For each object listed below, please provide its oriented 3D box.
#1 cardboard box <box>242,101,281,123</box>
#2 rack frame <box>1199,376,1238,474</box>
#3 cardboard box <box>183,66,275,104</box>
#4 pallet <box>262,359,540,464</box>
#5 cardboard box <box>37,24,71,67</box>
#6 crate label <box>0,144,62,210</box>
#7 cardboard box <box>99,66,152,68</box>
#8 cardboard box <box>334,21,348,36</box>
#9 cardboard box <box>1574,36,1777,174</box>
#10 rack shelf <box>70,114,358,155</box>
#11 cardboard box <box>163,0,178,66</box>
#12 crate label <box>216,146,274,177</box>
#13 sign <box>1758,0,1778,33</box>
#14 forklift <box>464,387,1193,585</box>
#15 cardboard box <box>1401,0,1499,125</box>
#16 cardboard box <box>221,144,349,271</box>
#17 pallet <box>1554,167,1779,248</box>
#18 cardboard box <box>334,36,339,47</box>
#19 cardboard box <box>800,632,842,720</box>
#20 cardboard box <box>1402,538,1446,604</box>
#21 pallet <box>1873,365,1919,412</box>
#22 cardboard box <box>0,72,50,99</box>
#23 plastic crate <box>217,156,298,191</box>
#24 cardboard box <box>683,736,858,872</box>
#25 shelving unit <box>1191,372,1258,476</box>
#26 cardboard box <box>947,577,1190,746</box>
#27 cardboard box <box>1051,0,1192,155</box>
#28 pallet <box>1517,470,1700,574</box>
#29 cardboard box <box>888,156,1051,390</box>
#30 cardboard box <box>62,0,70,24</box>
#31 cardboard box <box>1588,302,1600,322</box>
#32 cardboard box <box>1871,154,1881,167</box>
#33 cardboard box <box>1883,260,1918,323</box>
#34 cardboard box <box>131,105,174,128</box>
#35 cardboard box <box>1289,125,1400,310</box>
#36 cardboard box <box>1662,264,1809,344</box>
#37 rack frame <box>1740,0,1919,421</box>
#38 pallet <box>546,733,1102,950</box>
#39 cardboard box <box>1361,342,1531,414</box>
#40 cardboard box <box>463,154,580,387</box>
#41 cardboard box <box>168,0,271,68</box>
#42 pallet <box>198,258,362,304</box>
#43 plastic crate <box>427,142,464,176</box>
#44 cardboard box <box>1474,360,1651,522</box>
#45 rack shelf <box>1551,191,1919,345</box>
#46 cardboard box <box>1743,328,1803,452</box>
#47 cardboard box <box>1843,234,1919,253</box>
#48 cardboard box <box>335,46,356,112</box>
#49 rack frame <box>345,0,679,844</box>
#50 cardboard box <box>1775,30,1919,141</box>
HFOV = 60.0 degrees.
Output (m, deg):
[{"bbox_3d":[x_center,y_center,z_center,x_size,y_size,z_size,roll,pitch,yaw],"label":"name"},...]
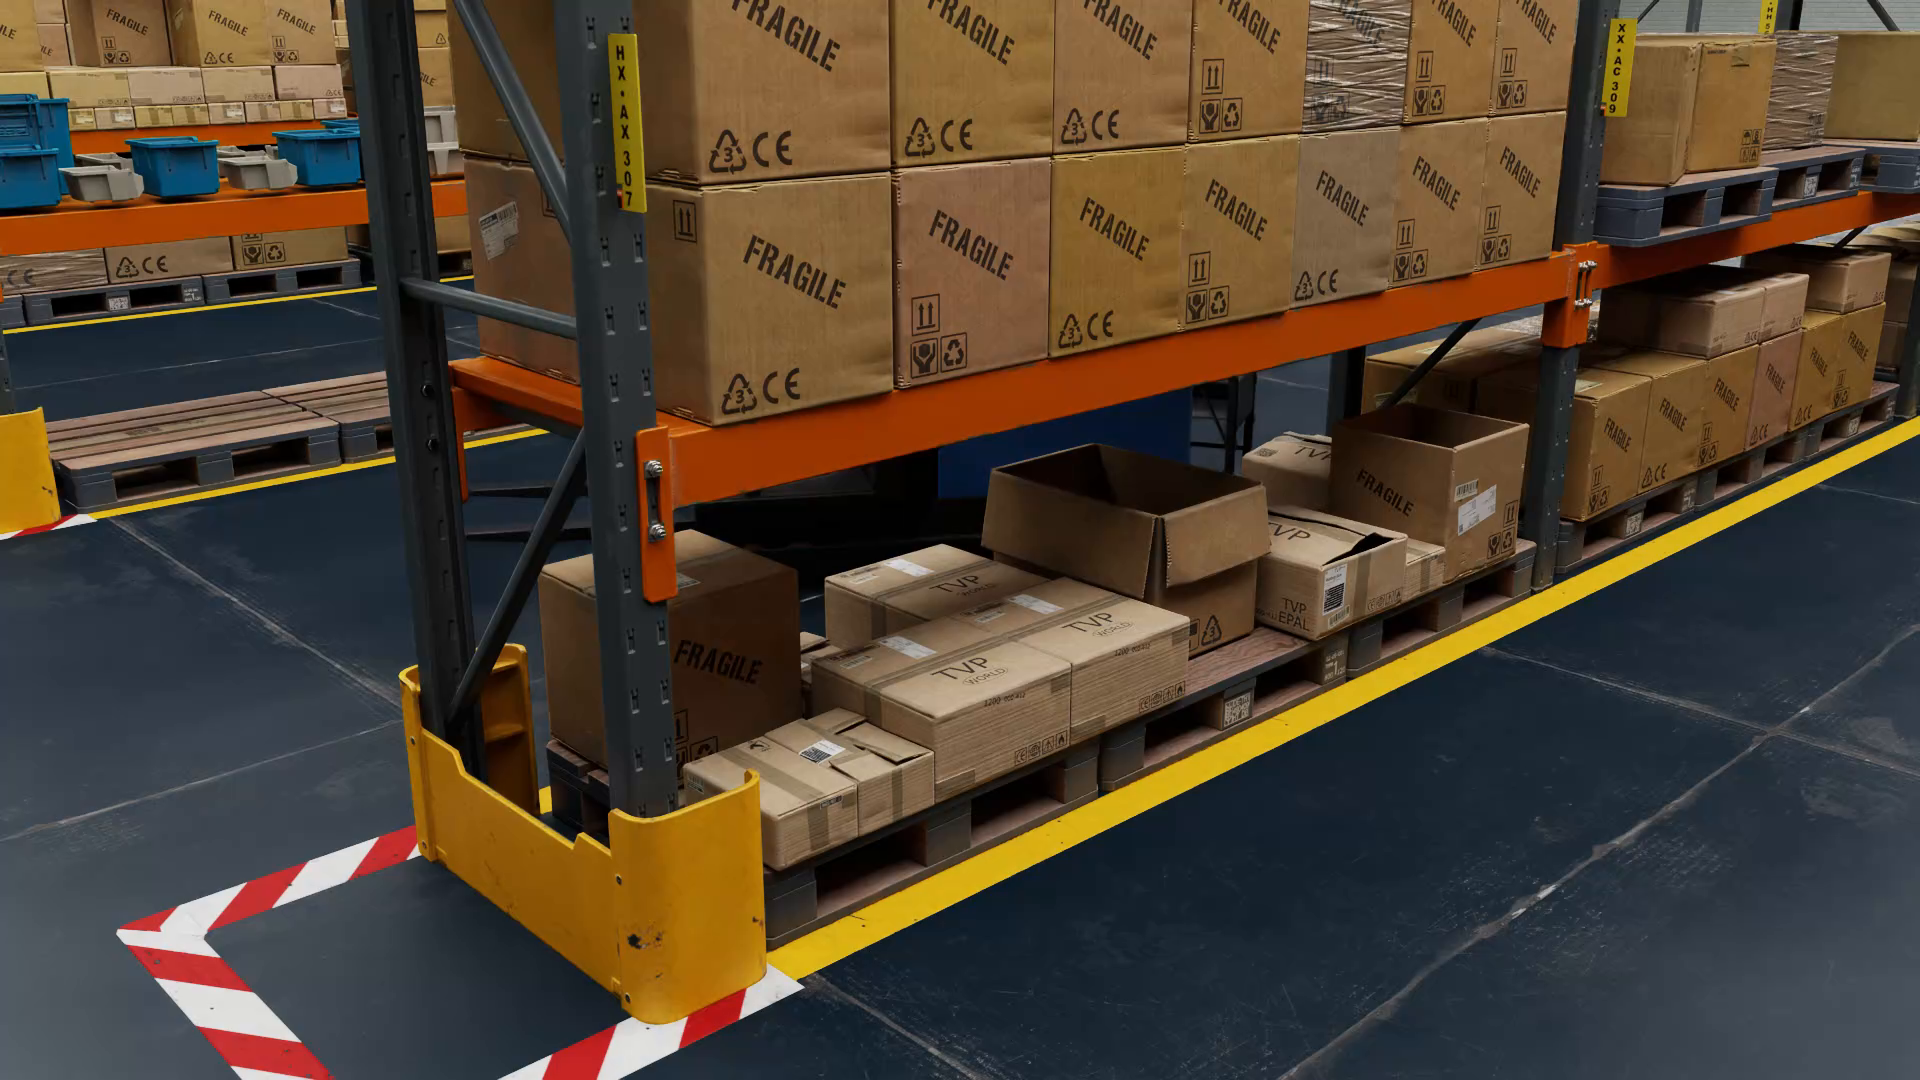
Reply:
[{"bbox_3d":[-5.271,-3.199,12.396,0.250,0.149,0.380,-17,24,-42],"label":"cardboard box"},{"bbox_3d":[1.023,-1.169,7.186,0.400,2.100,0.015,6,19,18],"label":"rack frame"},{"bbox_3d":[-5.416,-3.373,12.287,0.500,0.250,0.500,-15,23,-39],"label":"cardboard box"},{"bbox_3d":[-2.893,-0.705,8.817,1.213,0.211,1.003,-16,24,-41],"label":"pallet"},{"bbox_3d":[-8.771,-4.612,15.702,0.500,0.500,0.500,-17,25,-42],"label":"cardboard box"},{"bbox_3d":[-3.999,-1.536,7.032,0.303,0.233,0.416,-16,24,-41],"label":"crate label"},{"bbox_3d":[-6.160,-3.380,12.306,0.500,0.250,0.500,-16,24,-39],"label":"cardboard box"},{"bbox_3d":[-6.501,-5.375,17.460,0.250,0.149,0.380,-15,23,-39],"label":"cardboard box"},{"bbox_3d":[2.856,-1.803,6.838,0.500,0.500,0.700,-12,21,-32],"label":"cardboard box"},{"bbox_3d":[-6.355,-2.800,11.923,4.000,0.370,1.077,-16,24,-41],"label":"rack shelf"},{"bbox_3d":[-5.788,-3.846,12.528,0.500,0.500,0.500,-16,24,-41],"label":"cardboard box"},{"bbox_3d":[-3.531,-1.847,8.149,0.243,0.136,0.396,-16,24,-41],"label":"crate label"},{"bbox_3d":[4.425,-2.867,9.087,0.005,0.325,0.100,-16,24,-41],"label":"sign"},{"bbox_3d":[-0.628,-1.385,6.506,3.031,2.935,1.130,-4,18,-11],"label":"forklift"},{"bbox_3d":[1.342,-1.594,5.254,0.500,0.500,0.500,-17,24,-42],"label":"cardboard box"},{"bbox_3d":[-5.436,-2.633,13.006,0.875,0.875,0.875,-16,24,-41],"label":"cardboard box"},{"bbox_3d":[2.558,-1.399,6.746,1.213,0.211,1.003,-16,24,-41],"label":"pallet"},{"bbox_3d":[-6.684,-5.180,17.342,0.250,0.149,0.380,-17,24,-42],"label":"cardboard box"},{"bbox_3d":[-0.423,0.405,4.753,0.250,0.166,0.380,-16,24,-41],"label":"cardboard box"},{"bbox_3d":[1.452,0.079,5.786,0.250,0.149,0.380,-16,24,-41],"label":"cardboard box"},{"bbox_3d":[5.433,-1.032,9.825,1.213,0.211,1.003,-16,24,-41],"label":"pallet"},{"bbox_3d":[-6.533,-3.047,11.280,0.500,0.250,0.500,17,25,42],"label":"cardboard box"},{"bbox_3d":[-3.217,-1.683,7.643,0.298,0.136,0.250,-16,24,-41],"label":"plastic crate"},{"bbox_3d":[-0.464,0.638,4.063,0.250,0.149,0.380,-16,24,-41],"label":"cardboard box"},{"bbox_3d":[1.102,-1.240,7.405,0.431,2.100,0.503,6,19,18],"label":"shelving unit"},{"bbox_3d":[0.312,0.338,4.824,0.500,0.250,0.500,-16,24,-41],"label":"cardboard box"},{"bbox_3d":[0.241,-1.273,4.264,0.500,0.500,0.500,-16,24,-40],"label":"cardboard box"},{"bbox_3d":[2.467,-0.199,7.257,1.213,0.211,1.003,-16,24,-41],"label":"pallet"},{"bbox_3d":[-0.130,-0.690,4.089,0.500,0.500,0.500,-17,24,-41],"label":"cardboard box"},{"bbox_3d":[-8.392,-5.203,15.904,0.500,0.500,0.500,17,24,42],"label":"cardboard box"},{"bbox_3d":[3.161,-0.851,8.087,0.500,0.500,0.500,17,25,42],"label":"cardboard box"},{"bbox_3d":[5.103,-2.218,9.105,0.500,0.311,0.500,-14,23,-37],"label":"cardboard box"},{"bbox_3d":[5.391,-1.396,9.296,0.500,0.311,0.500,-15,23,-39],"label":"cardboard box"},{"bbox_3d":[-5.831,-3.036,11.892,0.250,0.149,0.380,-17,24,-42],"label":"cardboard box"},{"bbox_3d":[0.970,-1.010,5.075,0.500,0.500,0.500,-16,24,-40],"label":"cardboard box"},{"bbox_3d":[3.512,-1.088,7.601,0.500,0.250,0.500,-17,24,-42],"label":"cardboard box"},{"bbox_3d":[4.808,-2.193,8.884,0.127,3.000,1.000,-16,24,-41],"label":"rack frame"},{"bbox_3d":[-0.371,0.644,4.657,1.213,0.211,1.003,-16,24,-41],"label":"pallet"},{"bbox_3d":[2.064,-0.534,7.108,0.500,0.500,0.500,-16,24,-41],"label":"cardboard box"},{"bbox_3d":[-0.866,-0.701,4.121,0.500,0.500,0.500,-15,23,-39],"label":"cardboard box"},{"bbox_3d":[-5.419,-3.730,12.171,0.500,0.500,0.500,-16,24,-40],"label":"cardboard box"},{"bbox_3d":[-5.508,-2.096,13.106,1.213,0.211,1.003,-16,24,-41],"label":"pallet"},{"bbox_3d":[-2.557,-1.923,8.381,0.466,0.136,0.293,-16,24,-41],"label":"plastic crate"},{"bbox_3d":[2.421,-0.413,6.735,0.500,0.500,0.500,17,24,41],"label":"cardboard box"},{"bbox_3d":[3.355,-1.427,7.688,4.000,0.370,1.077,-16,24,-41],"label":"rack shelf"},{"bbox_3d":[3.537,-0.740,7.743,0.500,0.500,0.500,17,24,42],"label":"cardboard box"},{"bbox_3d":[5.762,-1.735,10.341,0.500,0.311,0.500,-16,24,-41],"label":"cardboard box"},{"bbox_3d":[-4.749,-3.774,13.598,0.500,0.500,0.500,-16,24,-41],"label":"cardboard box"},{"bbox_3d":[-1.005,-0.497,3.655,0.127,3.000,1.000,-16,24,-41],"label":"rack frame"},{"bbox_3d":[4.428,-2.281,8.314,0.700,0.500,0.500,9,20,26],"label":"cardboard box"}]
